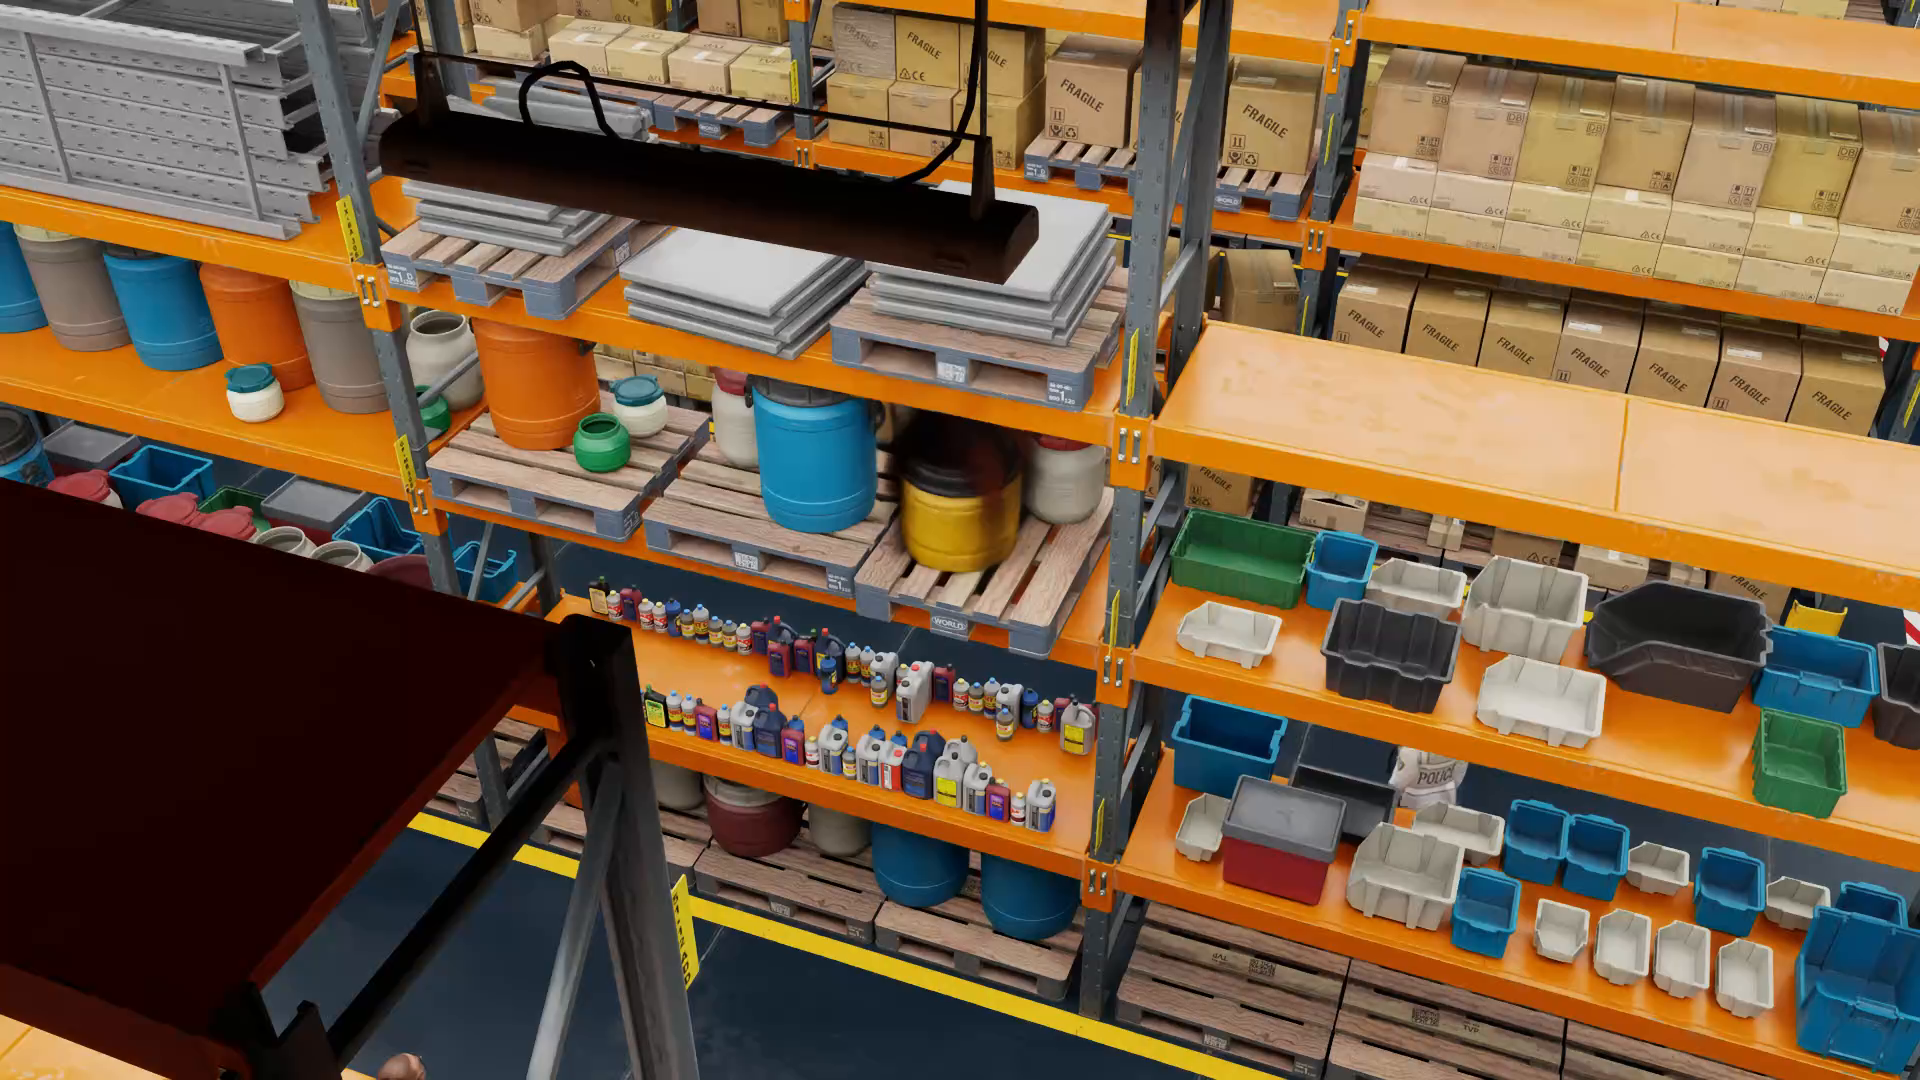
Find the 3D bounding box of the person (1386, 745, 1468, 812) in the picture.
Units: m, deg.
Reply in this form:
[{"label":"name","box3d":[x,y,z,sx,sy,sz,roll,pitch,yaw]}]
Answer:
[{"label":"person","box3d":[2.667,1.527,9.648,0.509,1.683,0.380,-10,38,-13]}]

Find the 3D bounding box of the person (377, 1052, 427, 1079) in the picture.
[{"label":"person","box3d":[-2.402,2.909,7.739,0.583,1.726,0.403,0,36,0]}]
